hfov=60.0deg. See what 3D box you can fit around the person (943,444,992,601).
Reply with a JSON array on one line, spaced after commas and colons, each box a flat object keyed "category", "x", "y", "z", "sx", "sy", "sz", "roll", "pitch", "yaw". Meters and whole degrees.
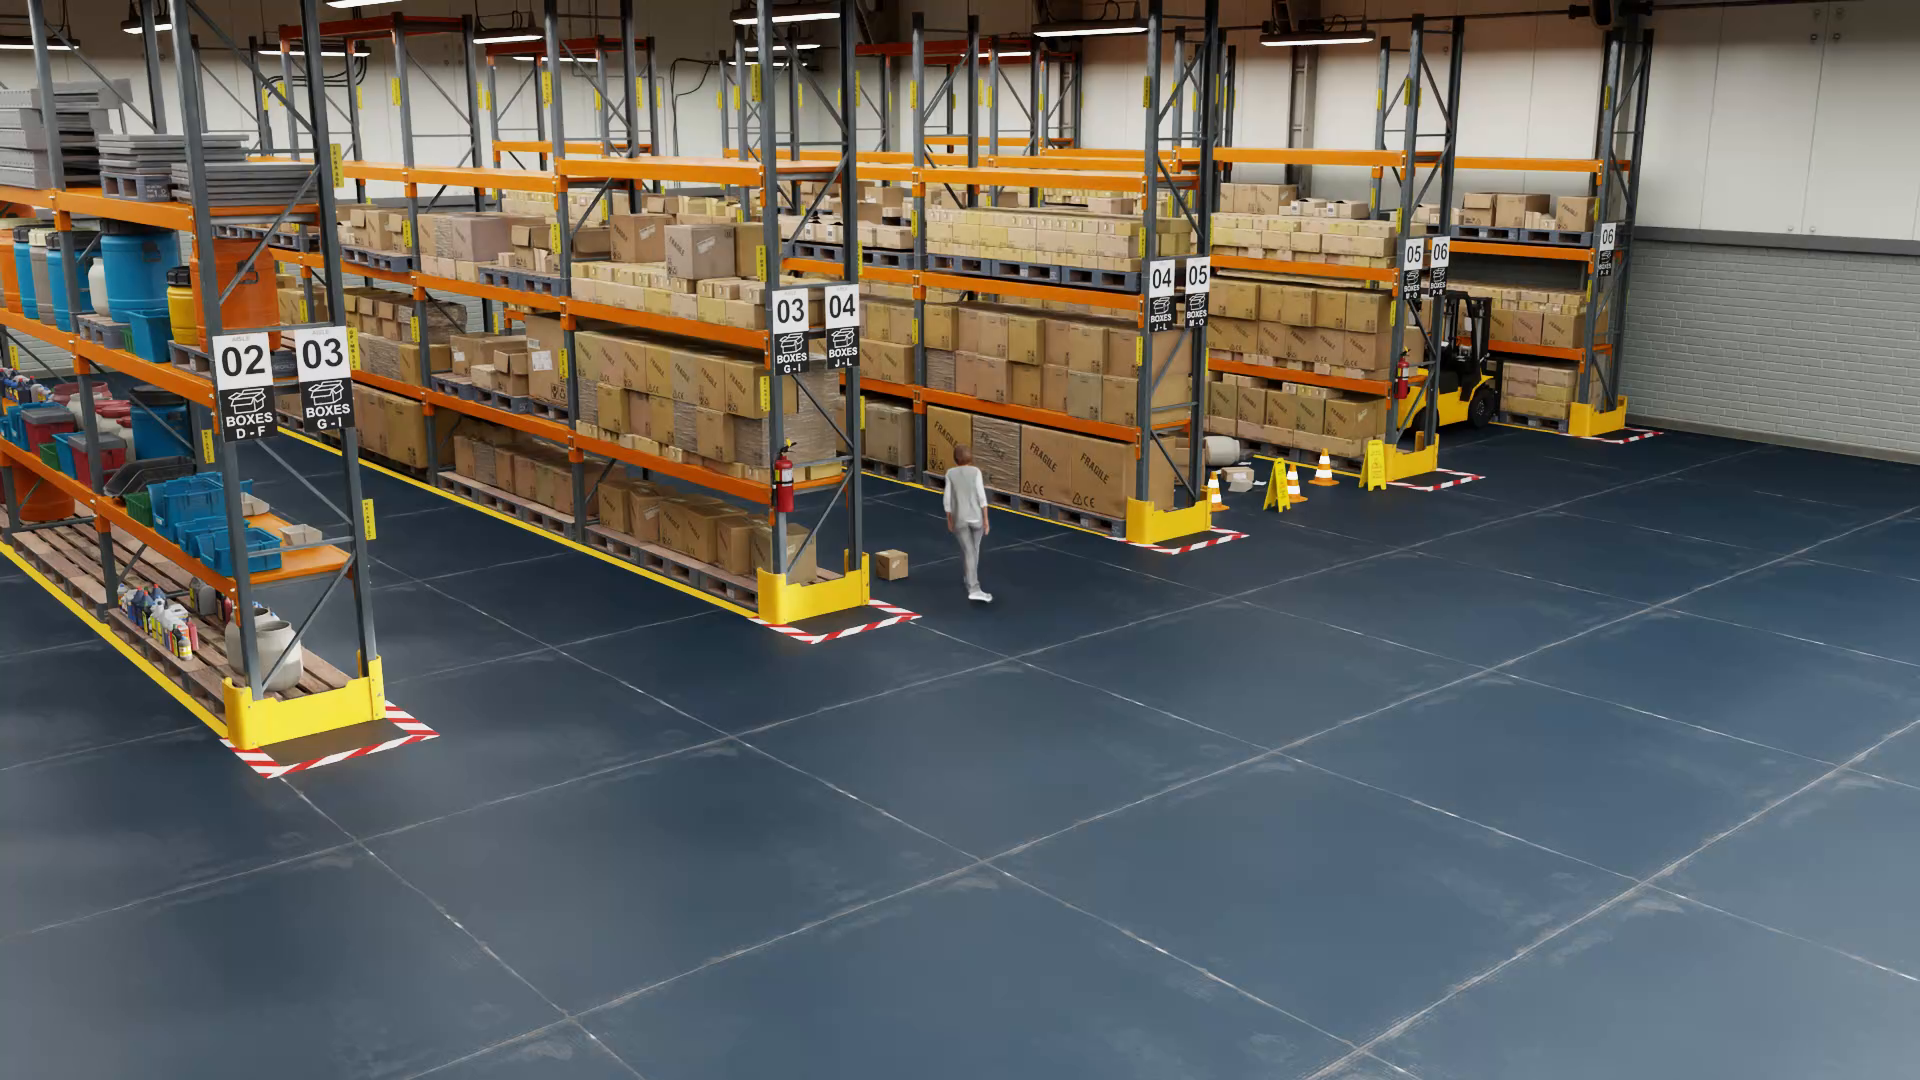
[{"category": "person", "x": 0.072, "y": -0.205, "z": 16.850, "sx": 0.491, "sy": 1.540, "sz": 0.800, "roll": 0, "pitch": 14, "yaw": -2}]
